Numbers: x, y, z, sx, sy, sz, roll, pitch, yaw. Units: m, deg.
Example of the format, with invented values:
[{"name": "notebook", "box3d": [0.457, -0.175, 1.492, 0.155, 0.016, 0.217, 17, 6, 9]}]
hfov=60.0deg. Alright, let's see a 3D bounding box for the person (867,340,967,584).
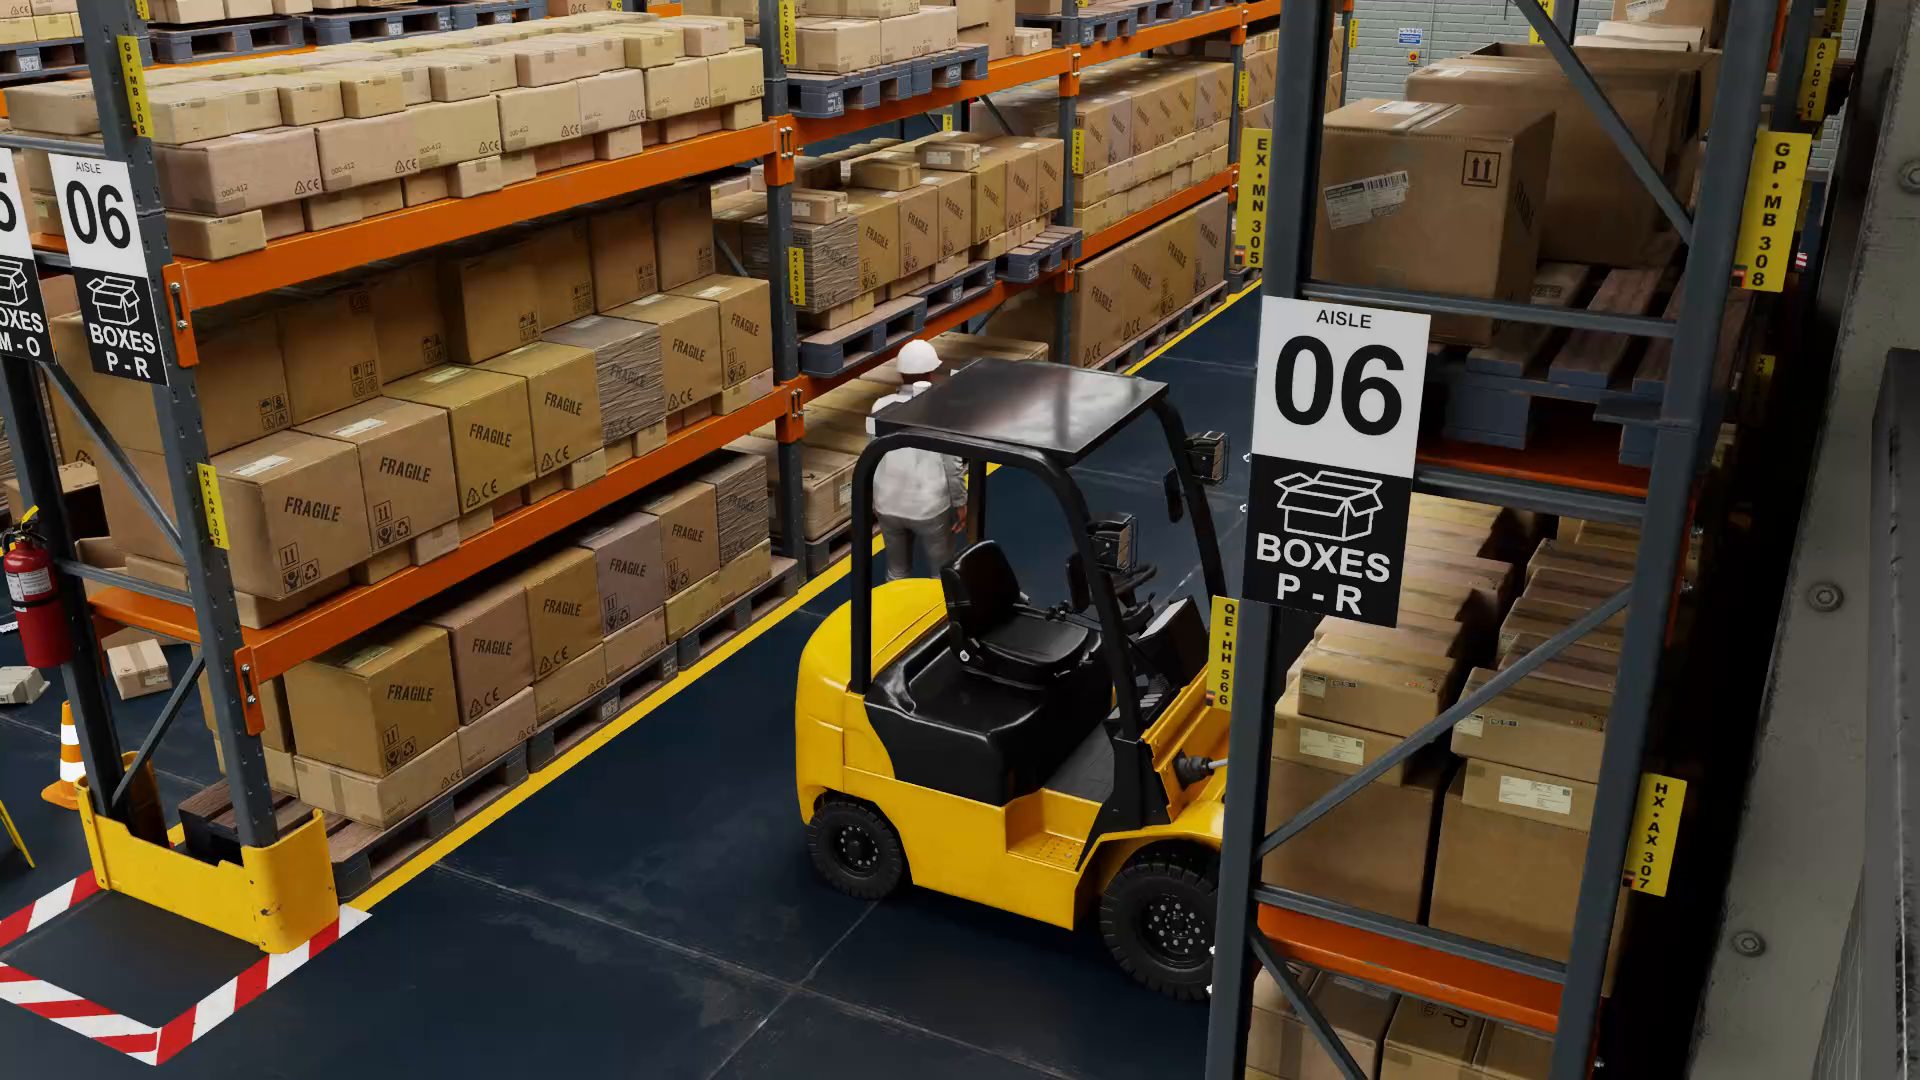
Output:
[{"name": "person", "box3d": [-0.232, -0.209, 9.066, 0.579, 1.767, 0.465, 9, 24, 21]}]
